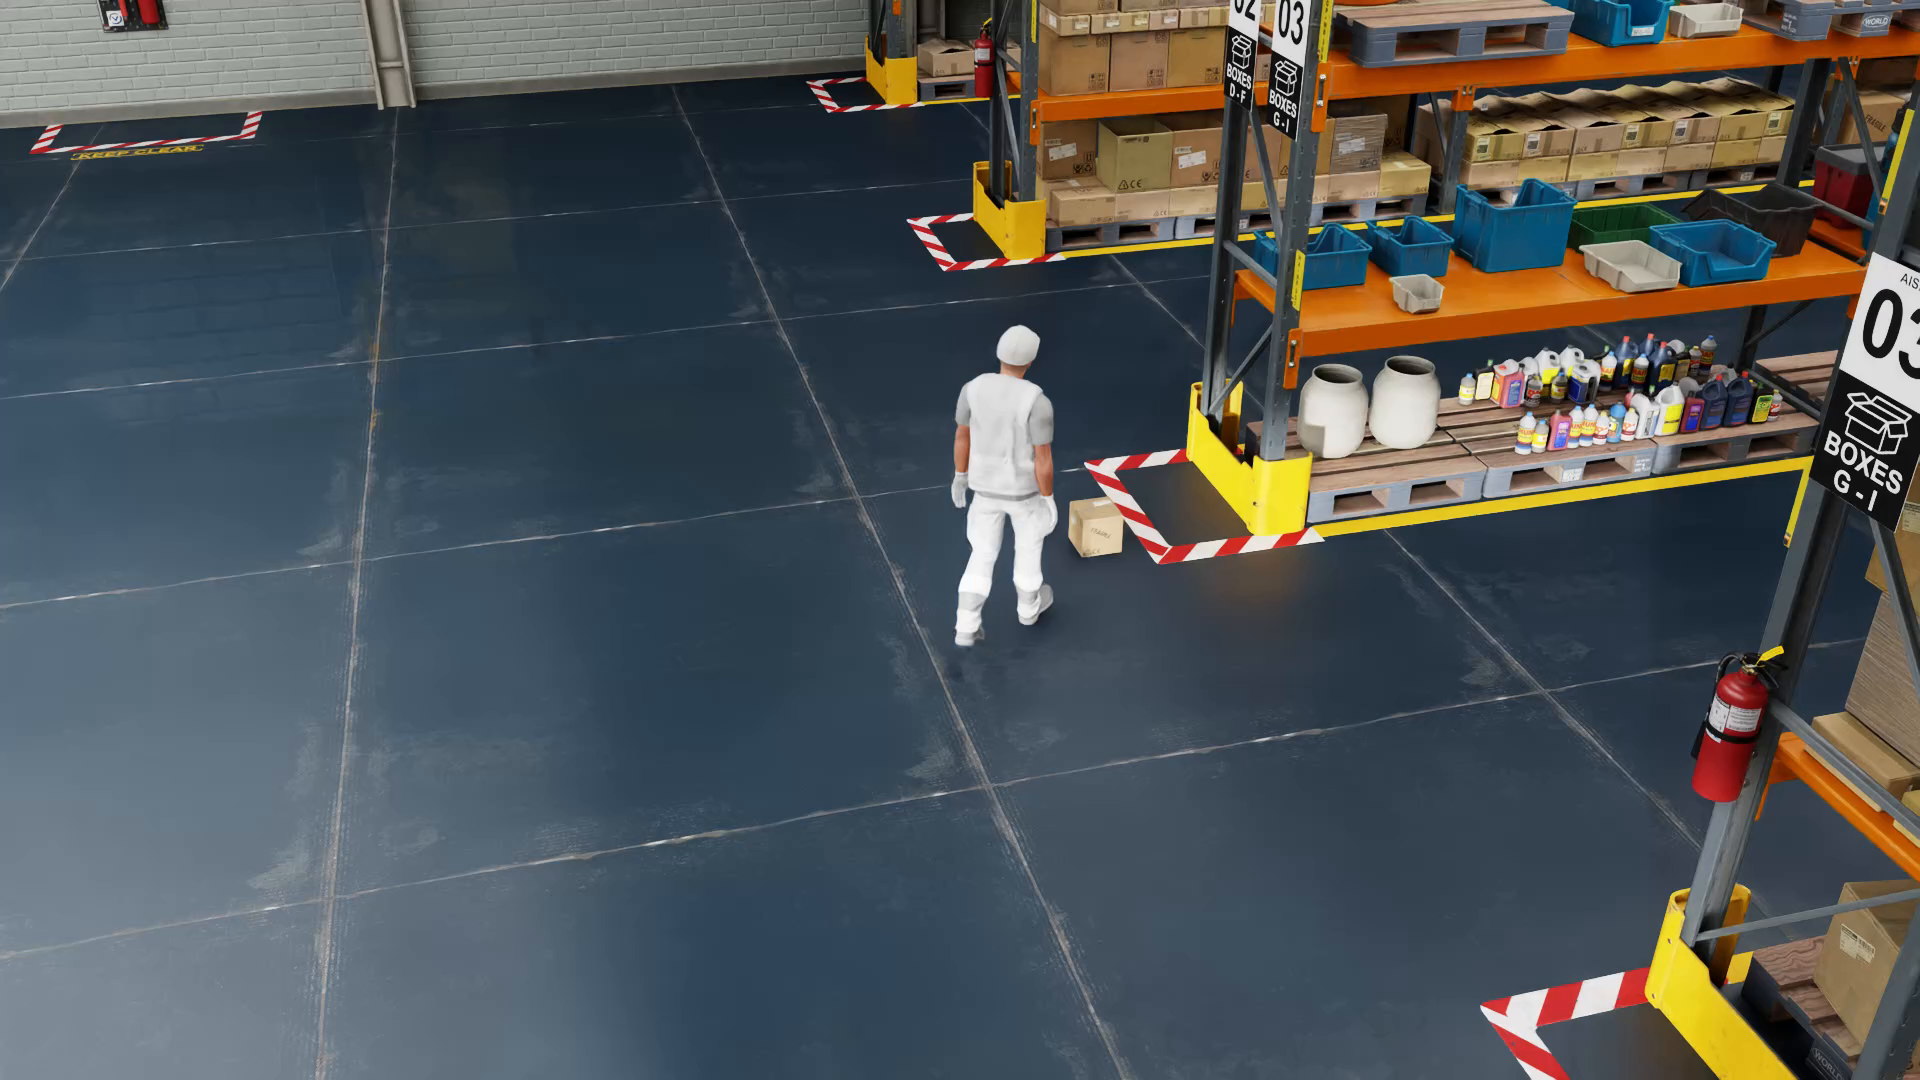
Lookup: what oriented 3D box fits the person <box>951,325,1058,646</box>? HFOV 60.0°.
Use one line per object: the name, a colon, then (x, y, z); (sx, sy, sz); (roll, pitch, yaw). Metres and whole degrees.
person: (0.234, -0.259, 8.676); (0.611, 1.780, 0.806); (11, 32, 19)
